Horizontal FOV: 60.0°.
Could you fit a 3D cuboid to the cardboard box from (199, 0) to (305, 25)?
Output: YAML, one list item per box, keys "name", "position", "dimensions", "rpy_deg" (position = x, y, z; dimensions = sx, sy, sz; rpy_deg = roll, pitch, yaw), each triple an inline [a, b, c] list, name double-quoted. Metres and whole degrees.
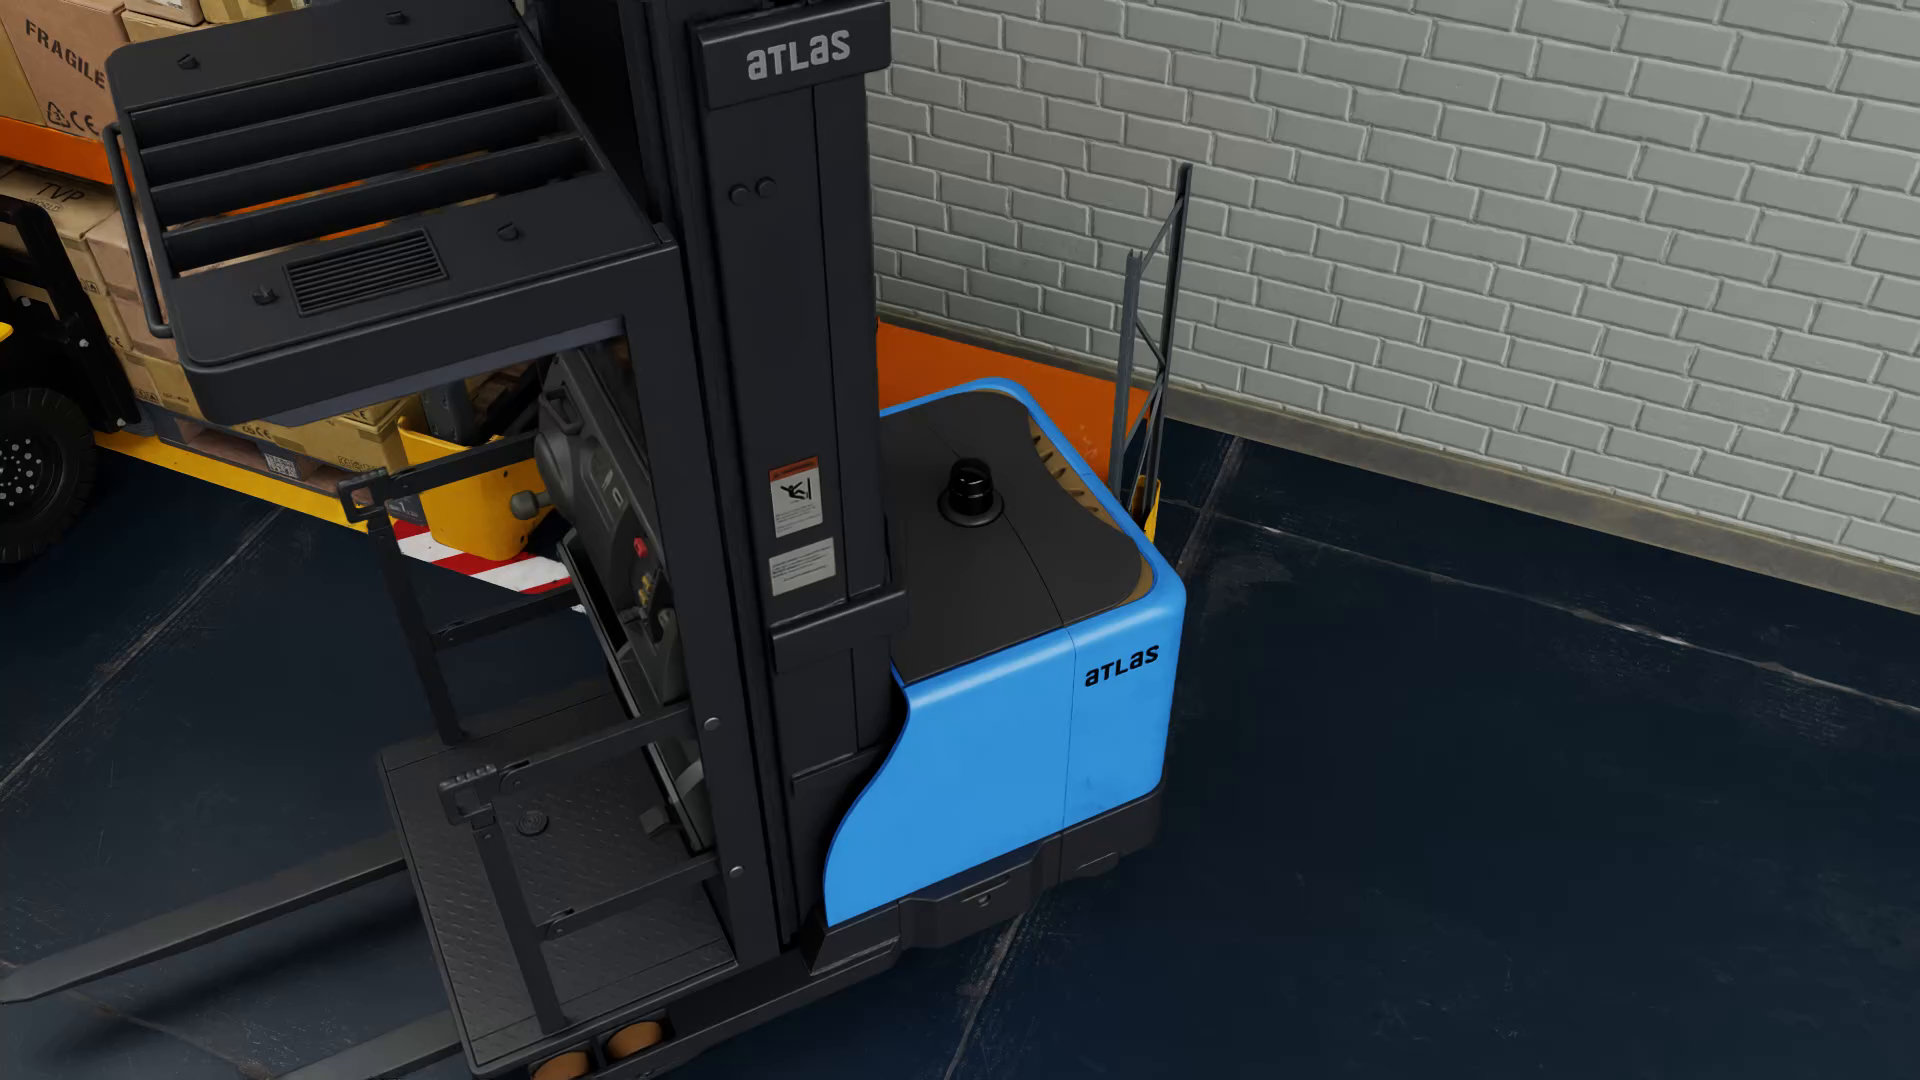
- name: "cardboard box"
  position: [-1.922, -1.587, 4.687]
  dimensions: [0.250, 0.149, 0.380]
  rpy_deg: [17, 47, 16]

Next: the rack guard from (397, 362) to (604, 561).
- name: "rack guard"
  position: [-1.472, -0.517, 5.915]
  dimensions: [0.348, 0.500, 1.175]
  rpy_deg: [16, 47, 16]

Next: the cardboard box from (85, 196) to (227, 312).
- name: "cardboard box"
  position: [-2.513, -0.995, 5.566]
  dimensions: [0.500, 0.250, 0.500]
  rpy_deg: [17, 47, 17]

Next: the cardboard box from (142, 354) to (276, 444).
- name: "cardboard box"
  position: [-2.505, -0.647, 5.925]
  dimensions: [0.500, 0.250, 0.500]
  rpy_deg: [16, 47, 16]

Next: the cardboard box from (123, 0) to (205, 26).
- name: "cardboard box"
  position: [-2.170, -1.637, 4.738]
  dimensions: [0.250, 0.149, 0.380]
  rpy_deg: [17, 47, 16]

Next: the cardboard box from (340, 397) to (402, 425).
- name: "cardboard box"
  position: [-2.064, -0.690, 5.614]
  dimensions: [0.500, 0.250, 0.500]
  rpy_deg: [16, 47, 15]

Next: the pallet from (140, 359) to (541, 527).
- name: "pallet"
  position: [-2.217, -0.602, 6.205]
  dimensions: [1.213, 0.211, 1.003]
  rpy_deg: [16, 47, 16]

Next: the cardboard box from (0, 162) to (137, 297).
- name: "cardboard box"
  position: [-2.983, -1.126, 5.697]
  dimensions: [0.500, 0.250, 0.500]
  rpy_deg: [17, 47, 16]

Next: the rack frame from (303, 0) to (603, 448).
- name: "rack frame"
  position: [-1.495, -1.410, 5.040]
  dimensions: [0.127, 3.000, 1.000]
  rpy_deg: [16, 47, 16]

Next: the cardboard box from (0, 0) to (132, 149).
- name: "cardboard box"
  position: [-2.525, -1.555, 5.115]
  dimensions: [0.500, 0.500, 0.500]
  rpy_deg: [18, 48, 17]

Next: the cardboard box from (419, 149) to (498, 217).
- name: "cardboard box"
  position: [-1.865, -1.192, 5.764]
  dimensions: [0.500, 0.250, 0.500]
  rpy_deg: [16, 47, 15]

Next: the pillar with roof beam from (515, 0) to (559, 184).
- name: "pillar with roof beam"
  position: [-3.448, -1.510, 0.887]
  dimensions: [0.400, 9.000, 9.100]
  rpy_deg: [16, 47, 16]

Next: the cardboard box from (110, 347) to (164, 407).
- name: "cardboard box"
  position: [-2.963, -0.789, 6.068]
  dimensions: [0.500, 0.250, 0.500]
  rpy_deg: [17, 47, 16]

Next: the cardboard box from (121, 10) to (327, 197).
- name: "cardboard box"
  position: [-2.050, -1.408, 4.967]
  dimensions: [0.500, 0.500, 0.500]
  rpy_deg: [15, 47, 15]

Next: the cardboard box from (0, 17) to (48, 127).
- name: "cardboard box"
  position: [-2.998, -1.694, 5.255]
  dimensions: [0.500, 0.500, 0.500]
  rpy_deg: [16, 47, 15]

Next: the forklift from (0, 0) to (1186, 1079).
- name: "forklift"
  position: [-0.973, 0.002, 3.670]
  dimensions: [3.031, 2.935, 1.130]
  rpy_deg: [-19, 48, -18]

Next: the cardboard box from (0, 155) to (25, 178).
- name: "cardboard box"
  position: [-3.447, -1.268, 5.841]
  dimensions: [0.500, 0.250, 0.500]
  rpy_deg: [16, 47, 15]

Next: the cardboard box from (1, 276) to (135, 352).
- name: "cardboard box"
  position: [-3.007, -0.959, 5.885]
  dimensions: [0.500, 0.250, 0.500]
  rpy_deg: [15, 47, 15]

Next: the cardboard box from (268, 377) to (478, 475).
- name: "cardboard box"
  position: [-2.050, -0.506, 5.783]
  dimensions: [0.500, 0.250, 0.500]
  rpy_deg: [17, 47, 16]

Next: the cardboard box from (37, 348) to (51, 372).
- name: "cardboard box"
  position: [-3.451, -0.915, 6.195]
  dimensions: [0.500, 0.250, 0.500]
  rpy_deg: [18, 48, 17]

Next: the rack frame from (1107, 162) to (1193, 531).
- name: "rack frame"
  position: [0.548, -0.370, 5.059]
  dimensions: [0.032, 1.500, 0.500]
  rpy_deg: [16, 47, 16]

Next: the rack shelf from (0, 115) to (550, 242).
- name: "rack shelf"
  position: [-3.340, -1.698, 5.840]
  dimensions: [4.000, 0.370, 1.077]
  rpy_deg: [16, 47, 16]

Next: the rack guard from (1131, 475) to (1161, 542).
- name: "rack guard"
  position: [0.530, 0.067, 5.505]
  dimensions: [0.087, 0.250, 0.587]
  rpy_deg: [16, 47, 16]

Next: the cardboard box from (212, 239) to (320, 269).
- name: "cardboard box"
  position: [-2.040, -0.860, 5.431]
  dimensions: [0.500, 0.250, 0.500]
  rpy_deg: [18, 48, 17]

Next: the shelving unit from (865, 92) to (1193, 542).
- name: "shelving unit"
  position: [0.070, -0.511, 5.200]
  dimensions: [1.083, 1.500, 0.587]
  rpy_deg: [16, 47, 16]

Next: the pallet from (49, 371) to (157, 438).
- name: "pallet"
  position: [-3.339, -0.934, 6.539]
  dimensions: [1.213, 0.211, 1.003]
  rpy_deg: [16, 47, 16]

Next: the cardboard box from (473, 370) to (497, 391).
- name: "cardboard box"
  position: [-1.873, -0.844, 6.124]
  dimensions: [0.500, 0.250, 0.500]
  rpy_deg: [17, 47, 16]

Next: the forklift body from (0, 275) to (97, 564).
- name: "forklift body"
  position: [-3.947, -0.436, 4.663]
  dimensions: [1.214, 2.155, 2.313]
  rpy_deg: [16, 47, 16]

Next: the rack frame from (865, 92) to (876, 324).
- name: "rack frame"
  position: [-0.390, -0.647, 5.336]
  dimensions: [0.032, 1.500, 0.500]
  rpy_deg: [16, 47, 16]

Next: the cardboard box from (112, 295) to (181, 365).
- name: "cardboard box"
  position: [-2.523, -0.833, 5.758]
  dimensions: [0.500, 0.250, 0.500]
  rpy_deg: [16, 47, 15]

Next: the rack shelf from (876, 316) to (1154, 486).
- name: "rack shelf"
  position: [0.079, -0.381, 5.325]
  dimensions: [1.000, 0.185, 0.538]
  rpy_deg: [16, 47, 16]
